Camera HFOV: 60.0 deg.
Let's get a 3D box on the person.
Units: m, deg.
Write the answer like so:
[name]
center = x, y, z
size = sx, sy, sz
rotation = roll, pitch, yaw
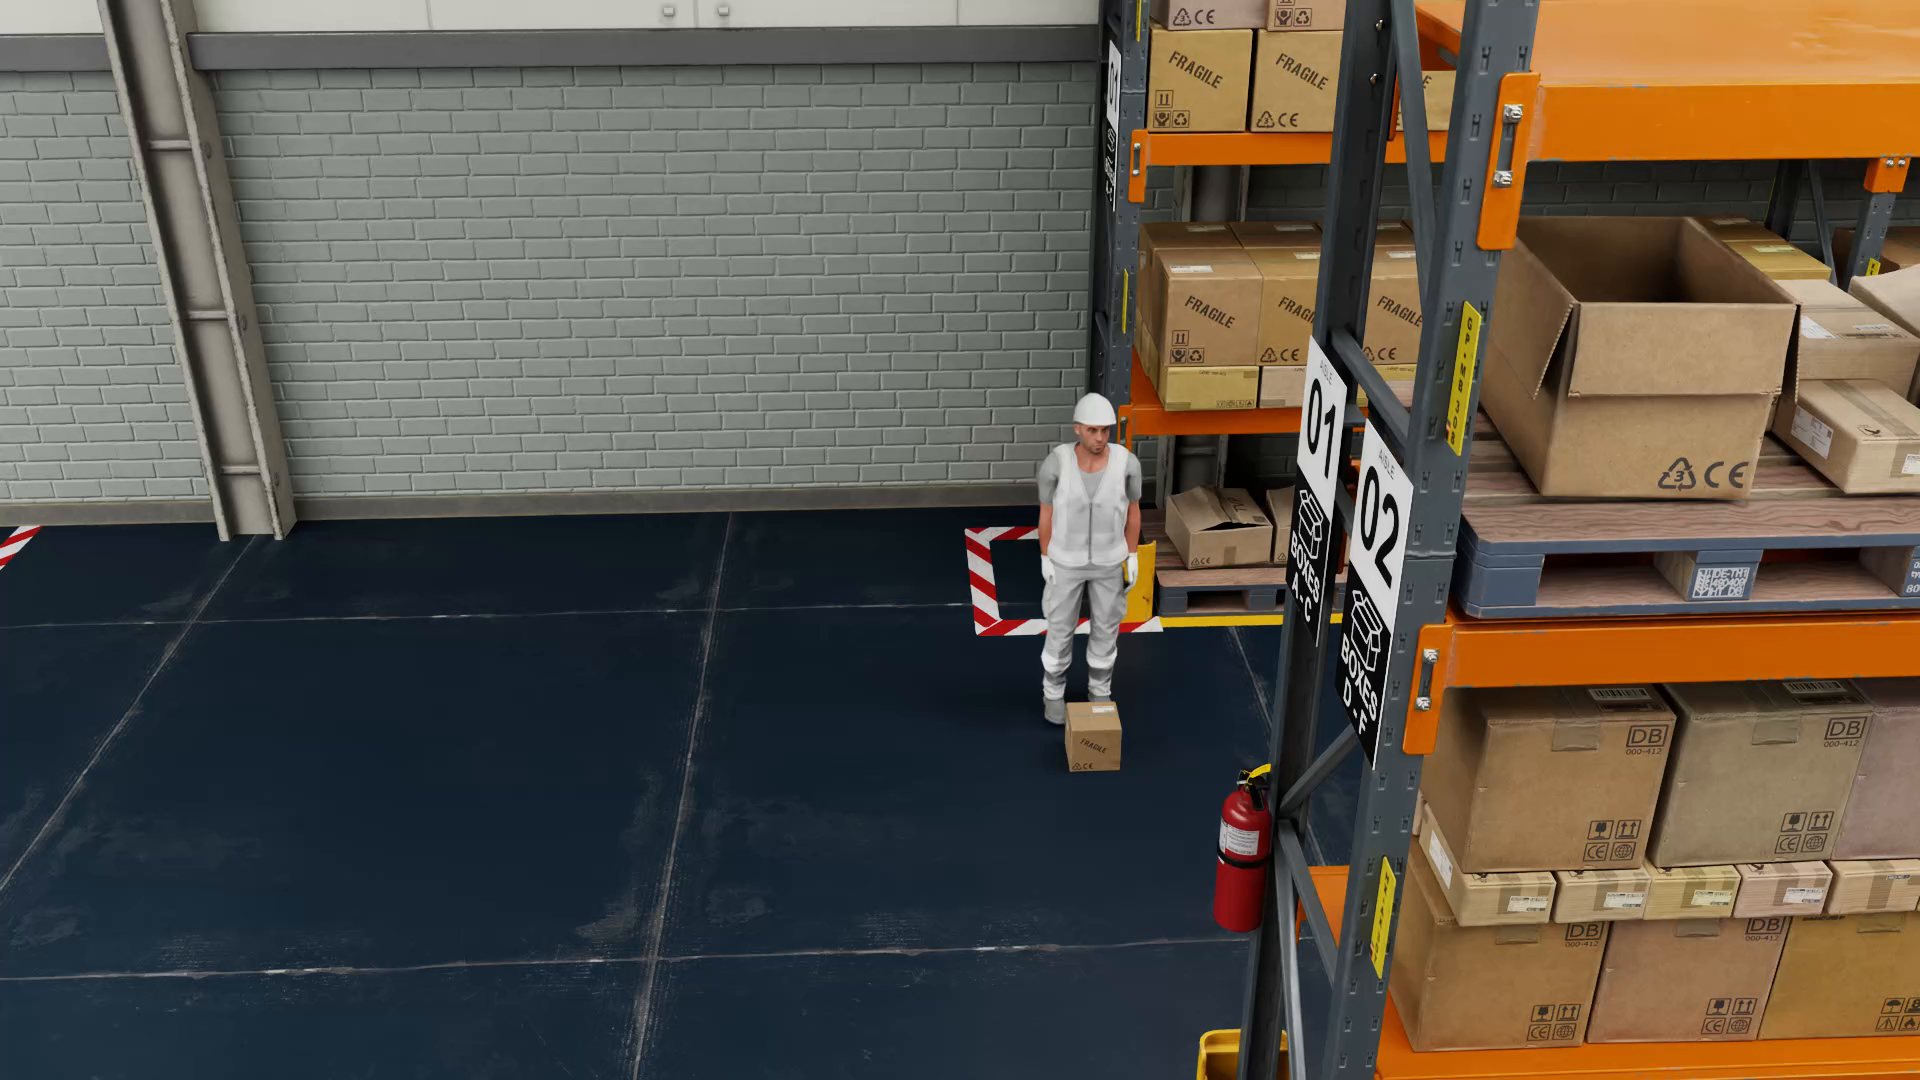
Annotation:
[person]
center = 0.648, 0.103, 8.392
size = 0.523, 1.787, 0.341
rotation = -2, 27, -3
